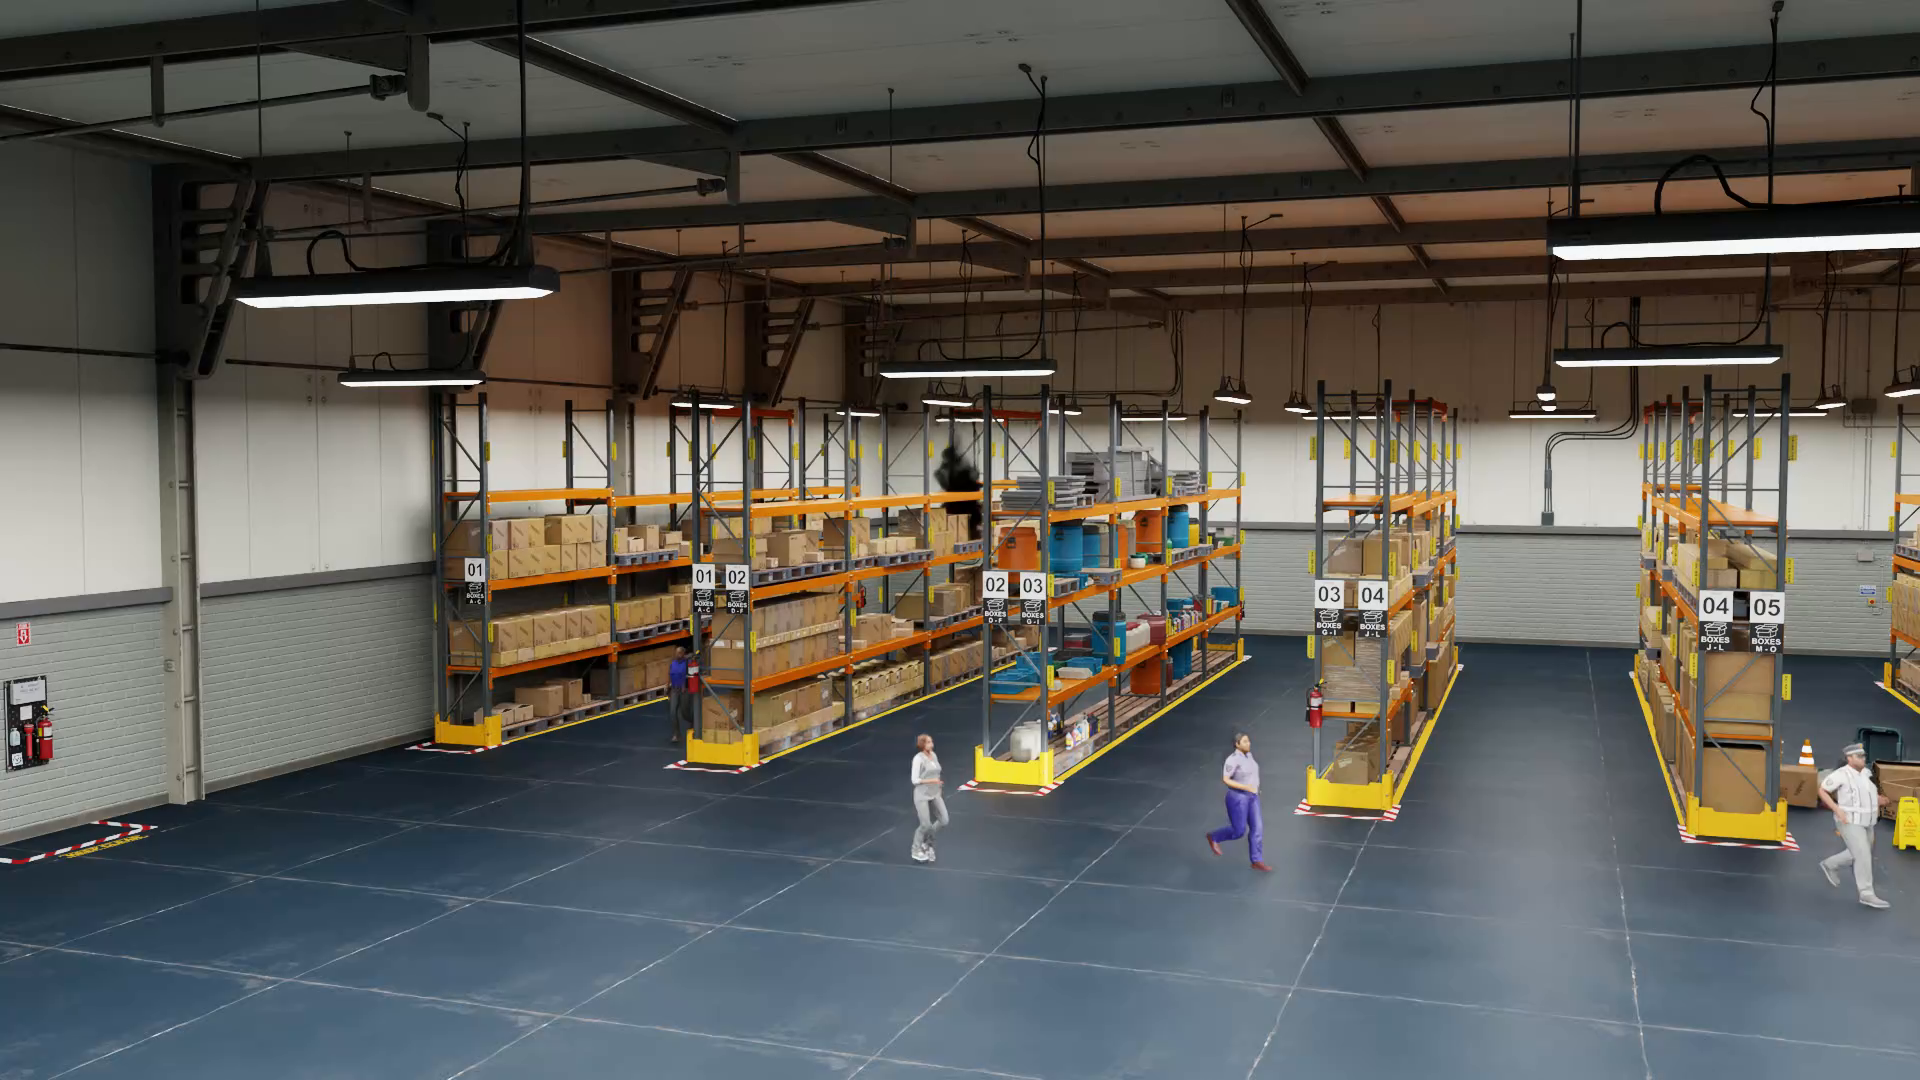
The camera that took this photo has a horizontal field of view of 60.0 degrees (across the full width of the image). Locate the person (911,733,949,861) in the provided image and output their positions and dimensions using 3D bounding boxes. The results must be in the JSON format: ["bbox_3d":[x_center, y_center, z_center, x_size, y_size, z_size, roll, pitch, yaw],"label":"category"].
[{"bbox_3d":[-0.360,3.131,20.150,0.596,1.575,0.517,3,4,45],"label":"person"}]

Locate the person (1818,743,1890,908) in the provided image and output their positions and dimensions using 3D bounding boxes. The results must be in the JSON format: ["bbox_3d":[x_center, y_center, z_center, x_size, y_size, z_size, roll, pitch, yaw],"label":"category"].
[{"bbox_3d":[9.955,3.121,18.493,0.672,1.755,0.932,-1,3,-24],"label":"person"}]

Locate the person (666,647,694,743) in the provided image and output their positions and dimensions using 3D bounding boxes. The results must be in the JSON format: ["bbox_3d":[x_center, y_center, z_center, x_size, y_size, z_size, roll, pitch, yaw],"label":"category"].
[{"bbox_3d":[-4.839,2.653,28.819,0.578,1.631,0.797,1,3,16],"label":"person"}]

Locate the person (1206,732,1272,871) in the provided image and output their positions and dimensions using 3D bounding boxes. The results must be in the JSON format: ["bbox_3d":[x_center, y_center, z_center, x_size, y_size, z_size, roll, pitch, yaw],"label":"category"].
[{"bbox_3d":[3.383,3.117,19.961,0.609,1.622,0.886,-3,4,-44],"label":"person"}]
